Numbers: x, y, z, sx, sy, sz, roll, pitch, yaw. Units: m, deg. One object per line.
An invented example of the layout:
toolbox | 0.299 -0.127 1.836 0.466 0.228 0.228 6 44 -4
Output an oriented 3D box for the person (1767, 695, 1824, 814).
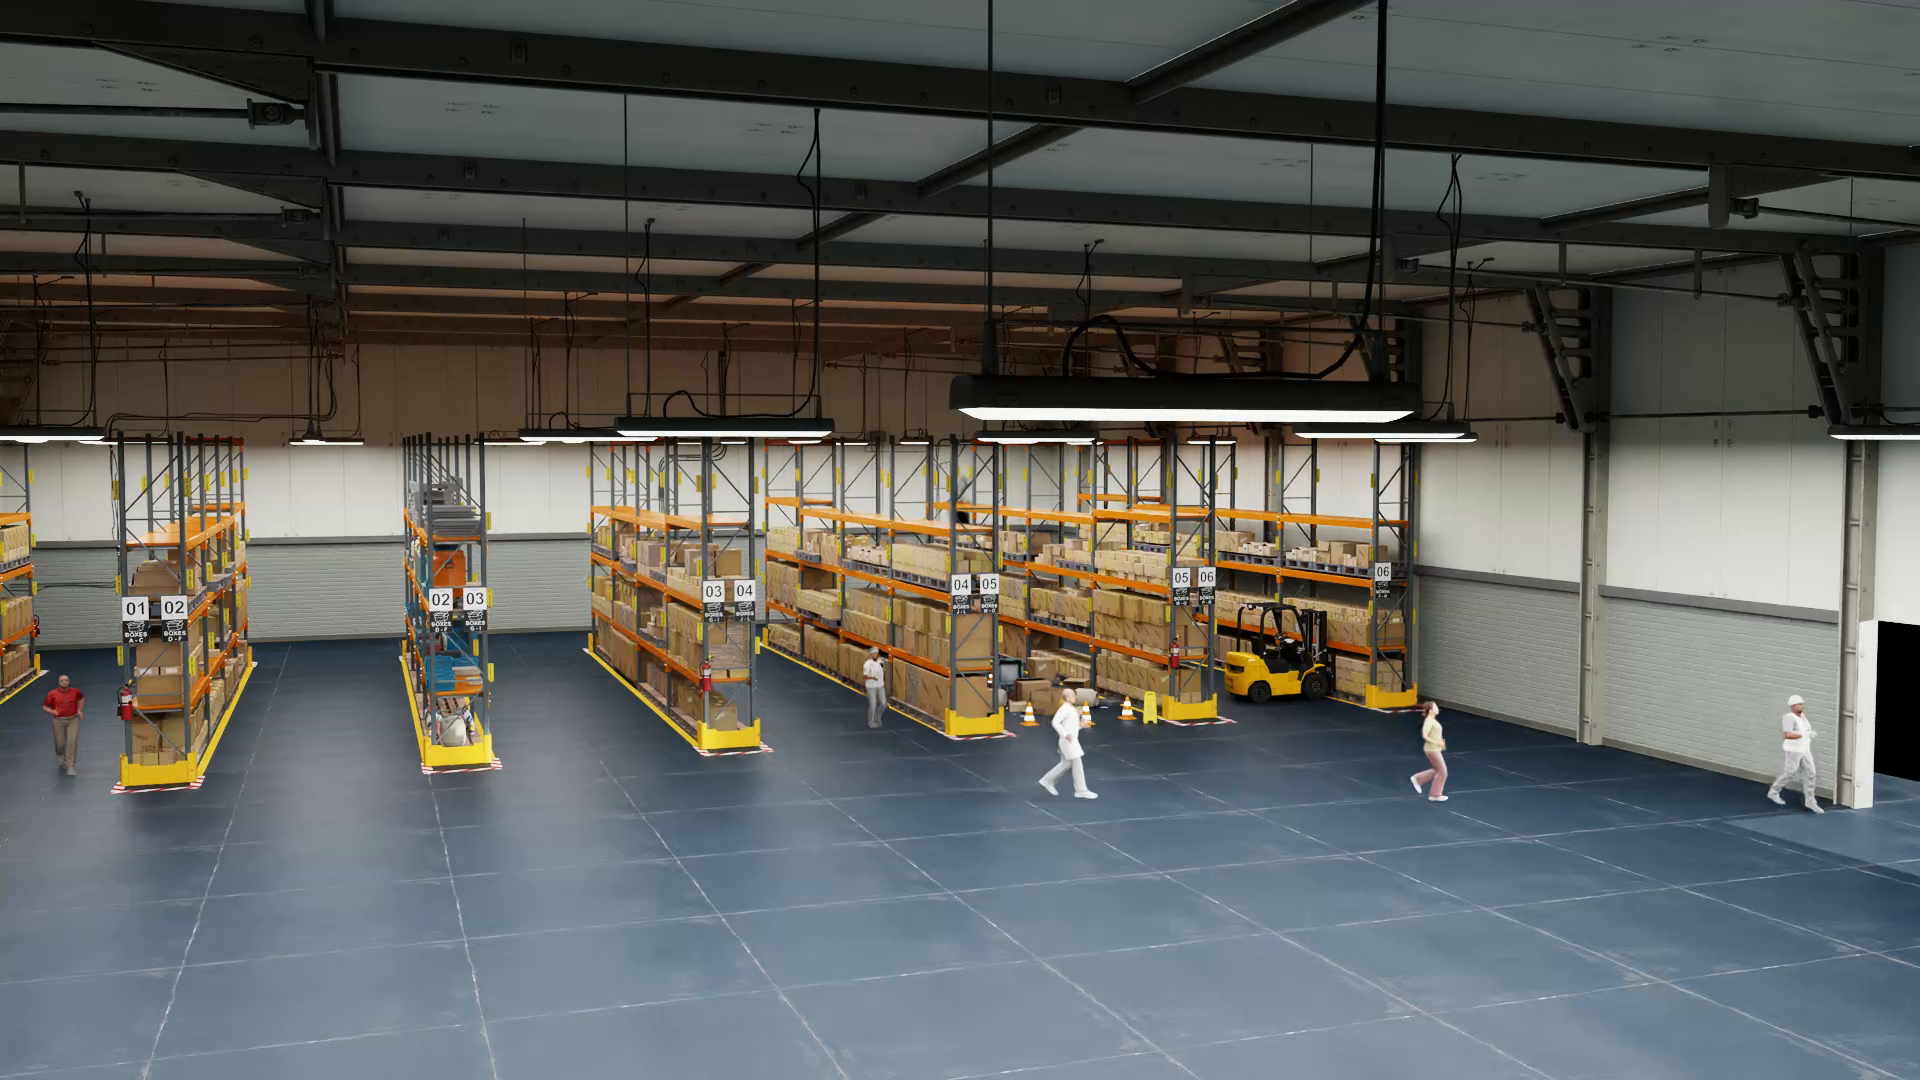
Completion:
person | 13.186 3.353 26.209 0.669 1.816 0.842 -2 4 -34

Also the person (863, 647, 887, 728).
person | -1.693 3.007 33.848 0.561 1.681 0.599 -2 4 -26

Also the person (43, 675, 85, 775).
person | -15.773 3.236 29.314 0.664 1.721 0.954 -2 4 -34

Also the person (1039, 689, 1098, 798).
person | 1.764 3.304 27.089 0.961 1.768 0.715 0 3 6

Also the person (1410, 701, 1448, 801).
person | 7.615 3.412 26.967 0.609 1.619 0.580 1 3 19
